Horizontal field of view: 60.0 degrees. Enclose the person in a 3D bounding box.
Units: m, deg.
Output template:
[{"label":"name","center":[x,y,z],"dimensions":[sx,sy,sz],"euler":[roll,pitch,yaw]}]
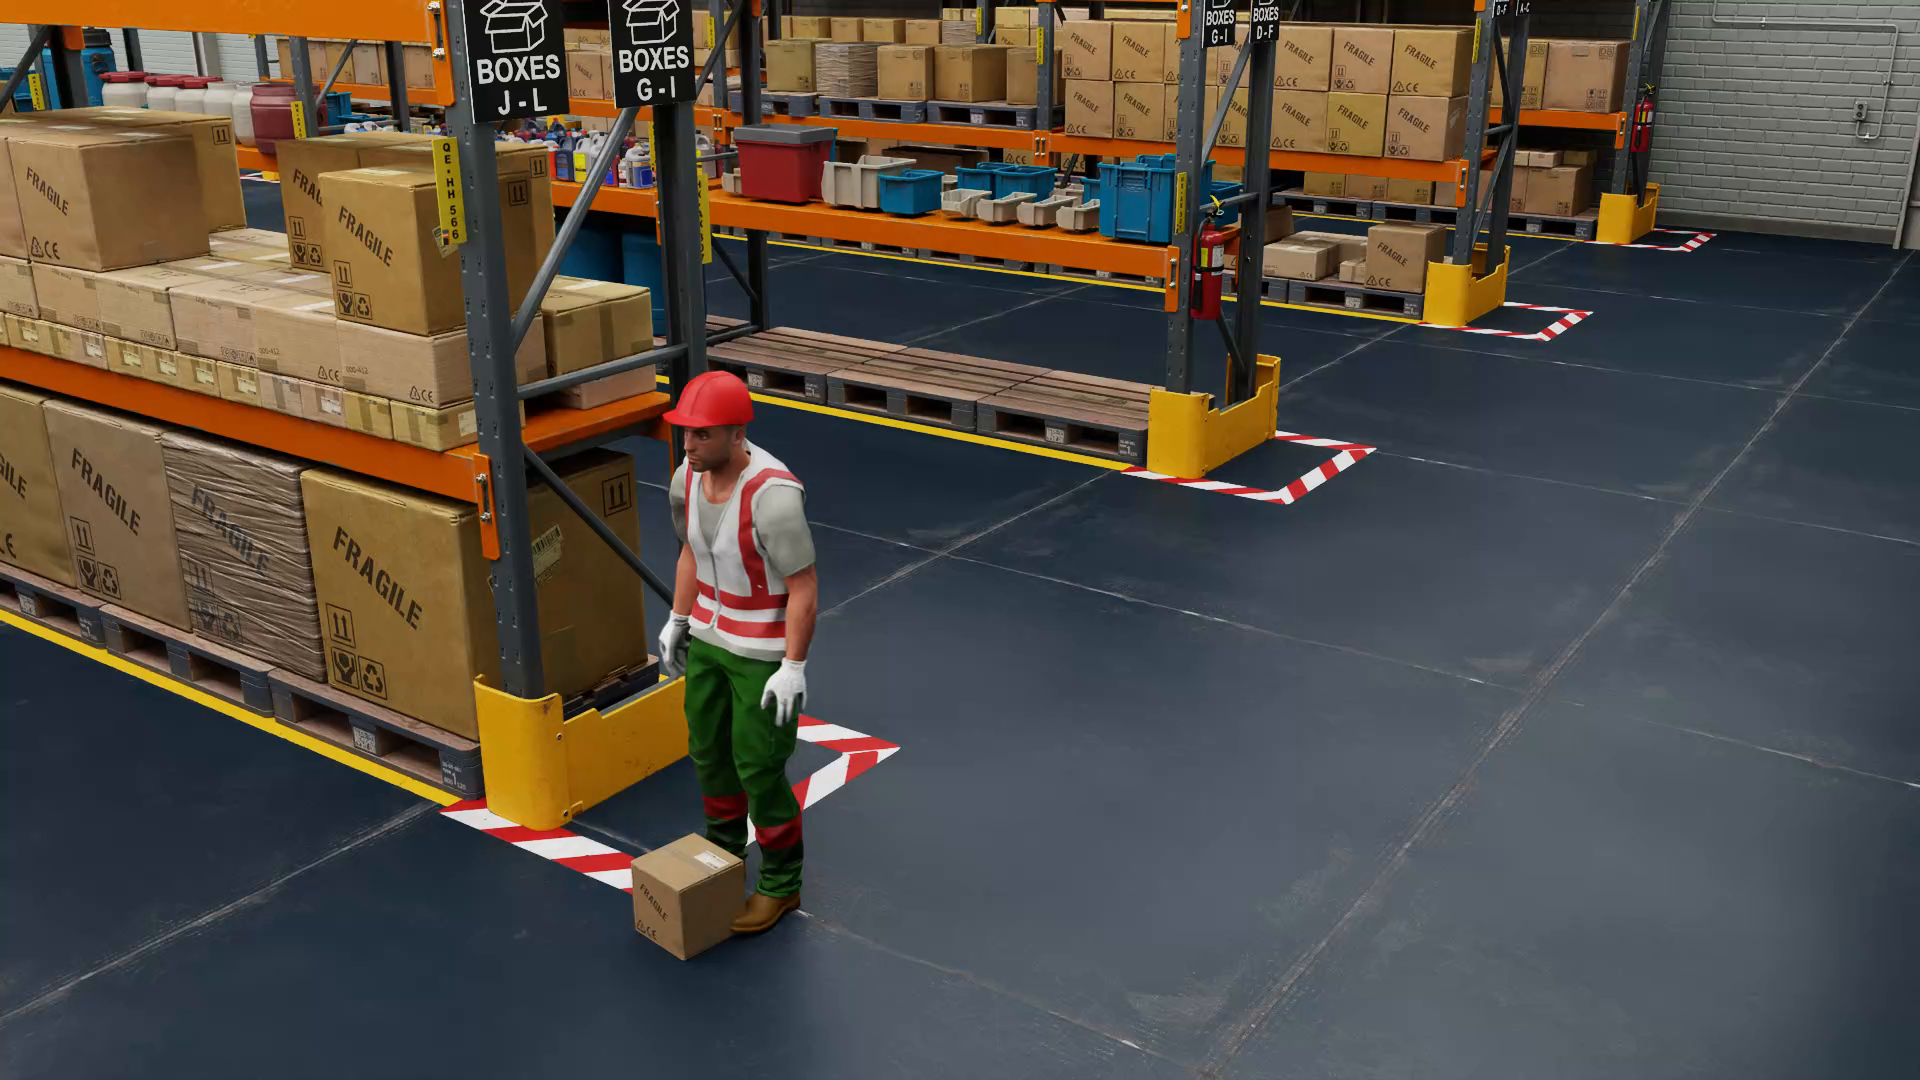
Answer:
[{"label":"person","center":[-0.682,0.340,5.091],"dimensions":[0.621,1.781,0.445],"euler":[17,26,40]}]
